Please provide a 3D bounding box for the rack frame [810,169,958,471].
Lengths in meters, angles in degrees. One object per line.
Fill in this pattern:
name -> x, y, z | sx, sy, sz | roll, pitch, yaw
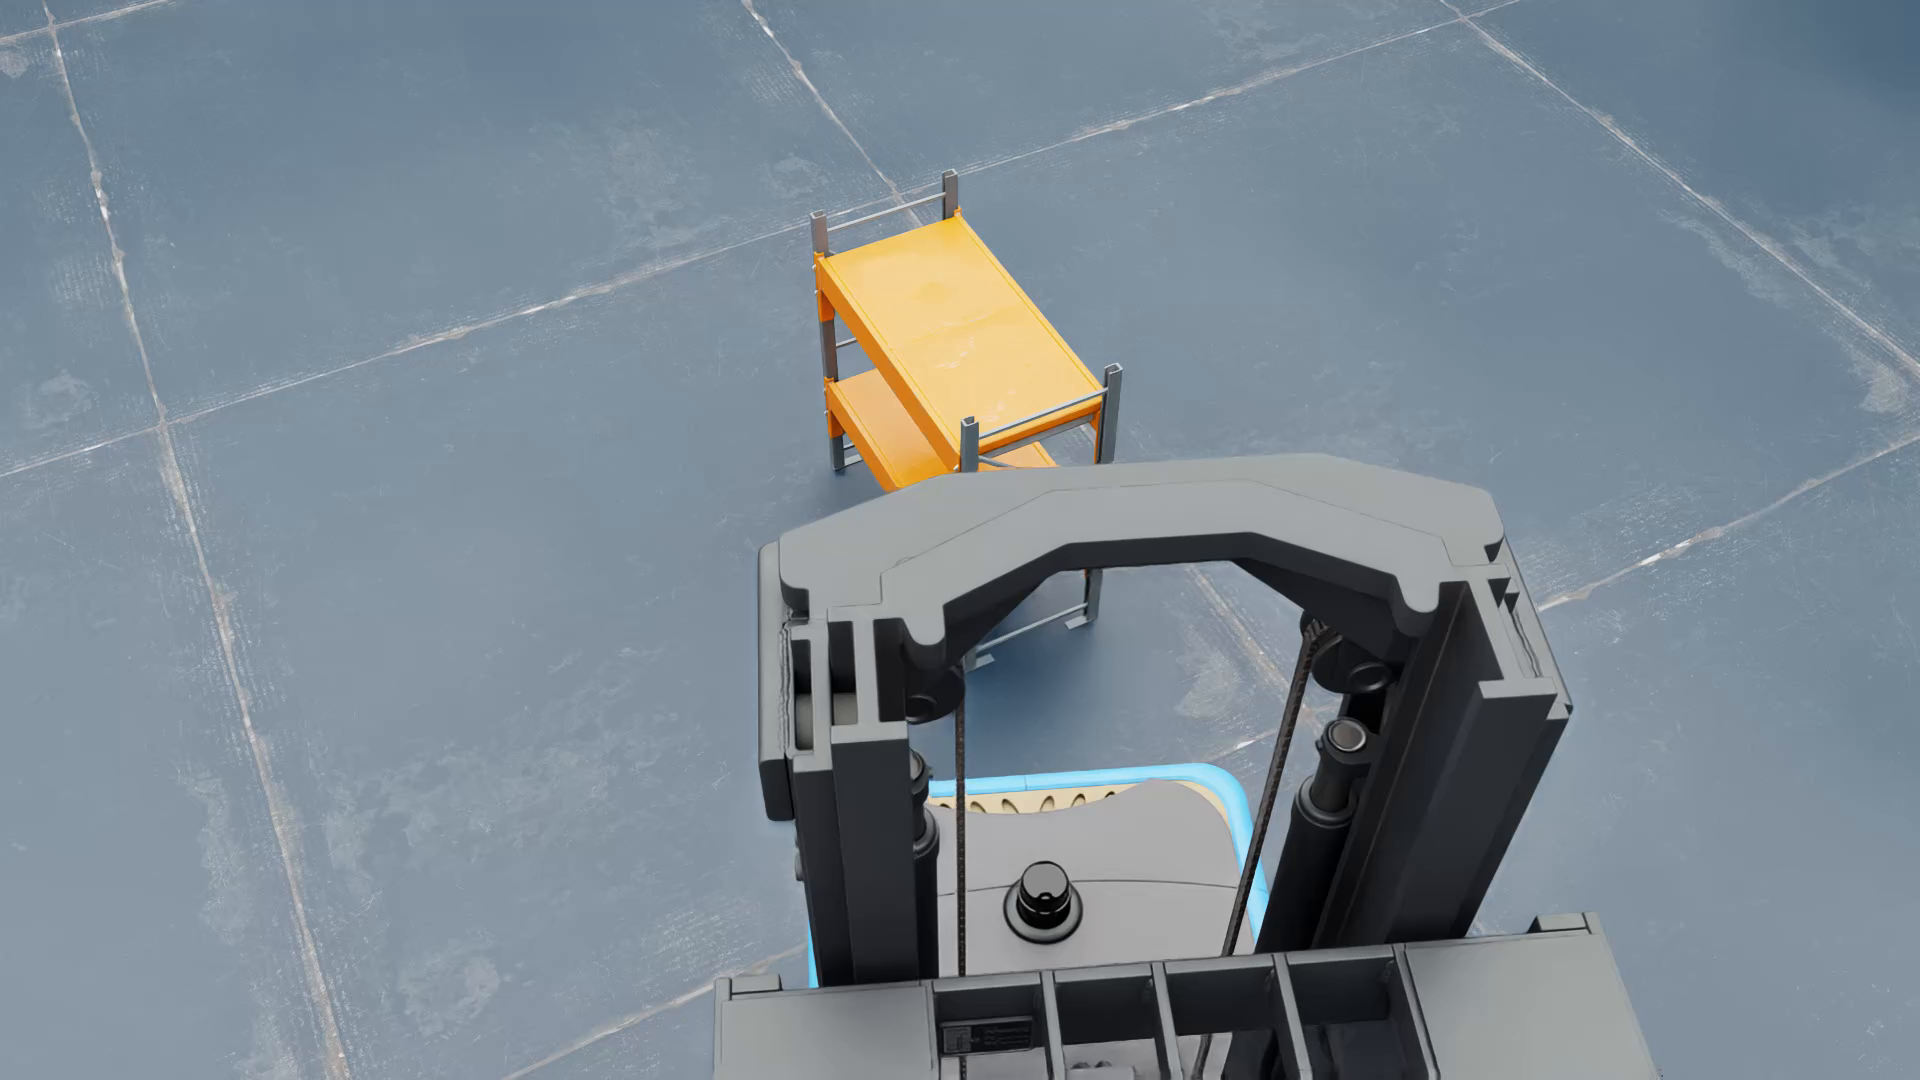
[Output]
rack frame -> -0.236, -0.715, 5.628 | 0.500, 1.125, 0.032 | -21, 52, -18

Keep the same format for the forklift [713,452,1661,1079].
forklift -> 0.271, 1.395, 2.583 | 1.130, 2.935, 3.031 | -4, 49, -3

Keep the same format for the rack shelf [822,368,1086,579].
rack shelf -> -0.003, -0.214, 5.515 | 0.538, 0.278, 1.000 | -21, 52, -18

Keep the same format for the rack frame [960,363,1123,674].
rack frame -> 0.230, -0.035, 5.033 | 0.500, 1.125, 0.032 | -21, 52, -18

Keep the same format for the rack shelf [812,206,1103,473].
rack shelf -> -0.003, -0.568, 5.110 | 0.538, 0.278, 1.000 | -21, 52, -18

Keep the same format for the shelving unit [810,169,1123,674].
shelving unit -> -0.003, -0.375, 5.331 | 0.538, 1.125, 1.048 | -21, 52, -18
